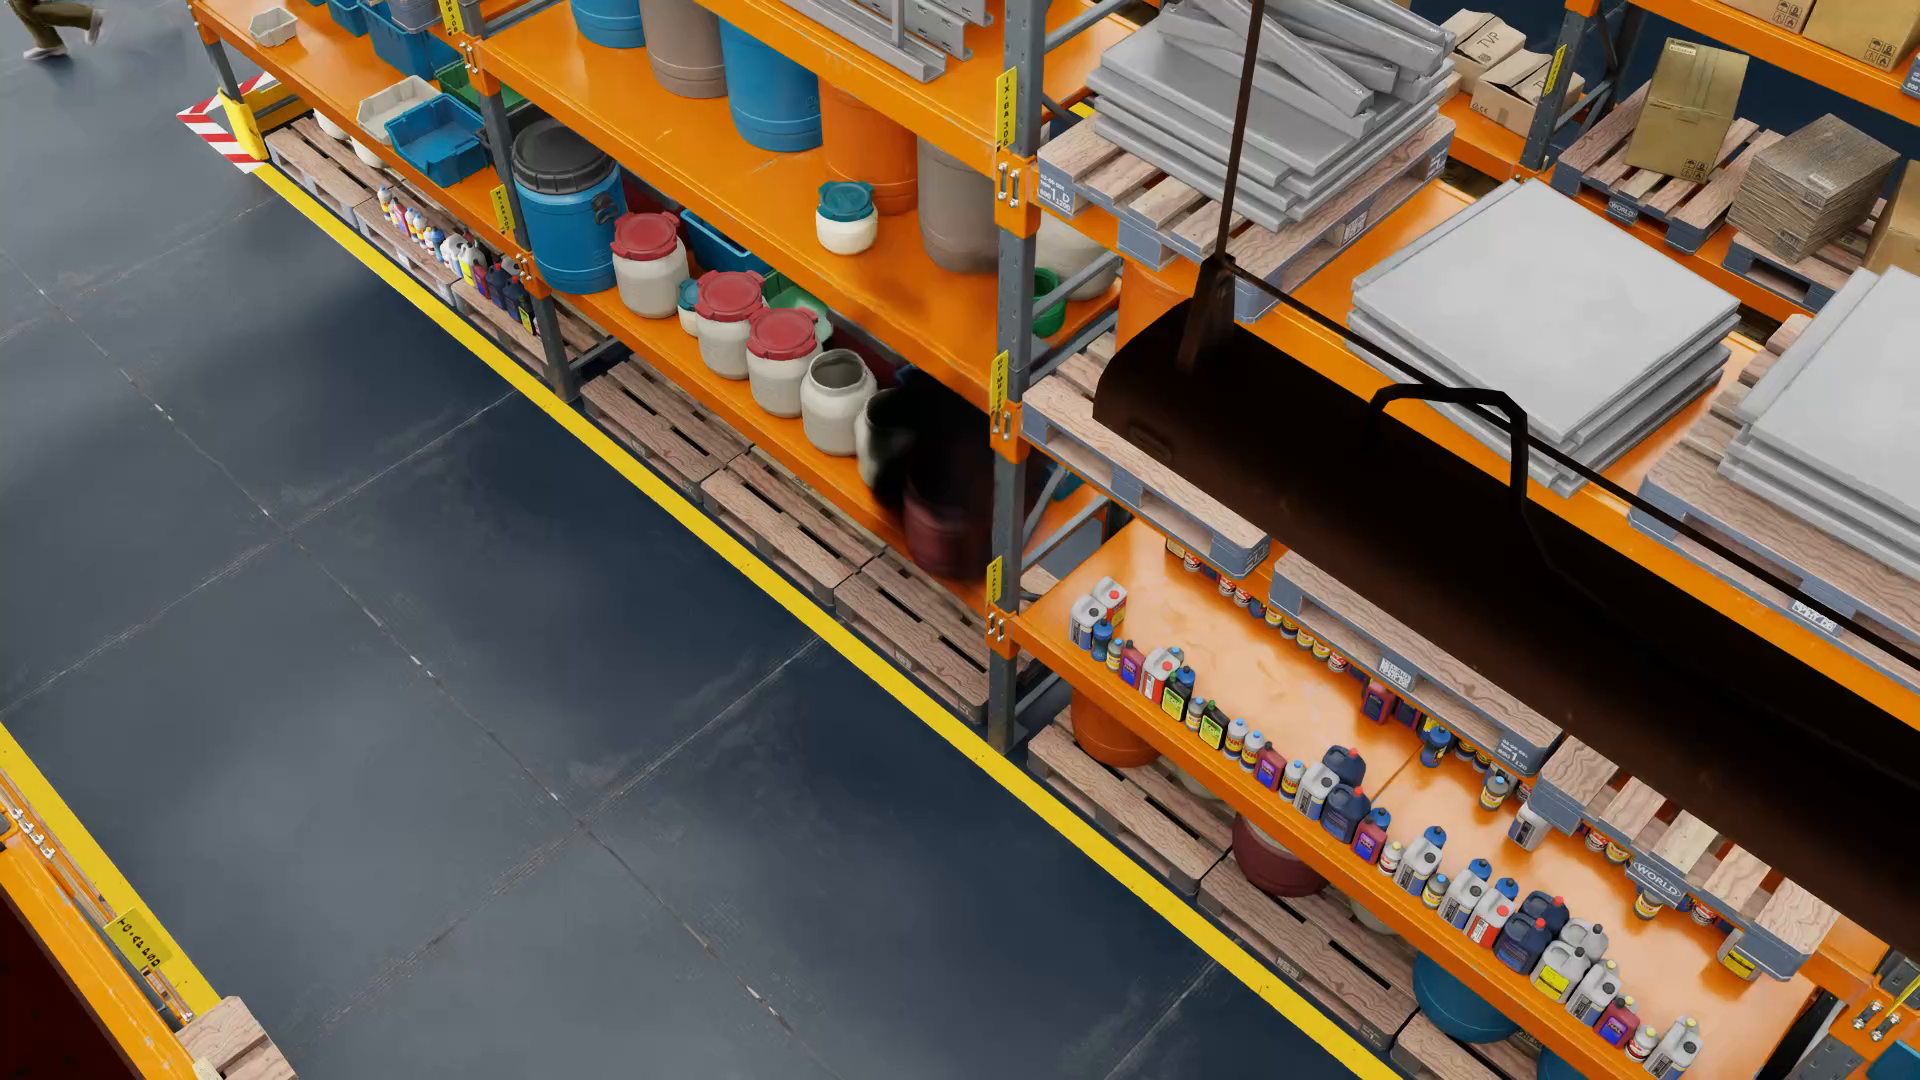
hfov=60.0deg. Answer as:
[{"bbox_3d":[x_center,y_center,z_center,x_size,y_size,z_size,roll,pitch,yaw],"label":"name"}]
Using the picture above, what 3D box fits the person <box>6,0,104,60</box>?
[{"bbox_3d":[-7.345,-4.581,13.113,0.791,1.760,0.739,-10,51,-8],"label":"person"}]
